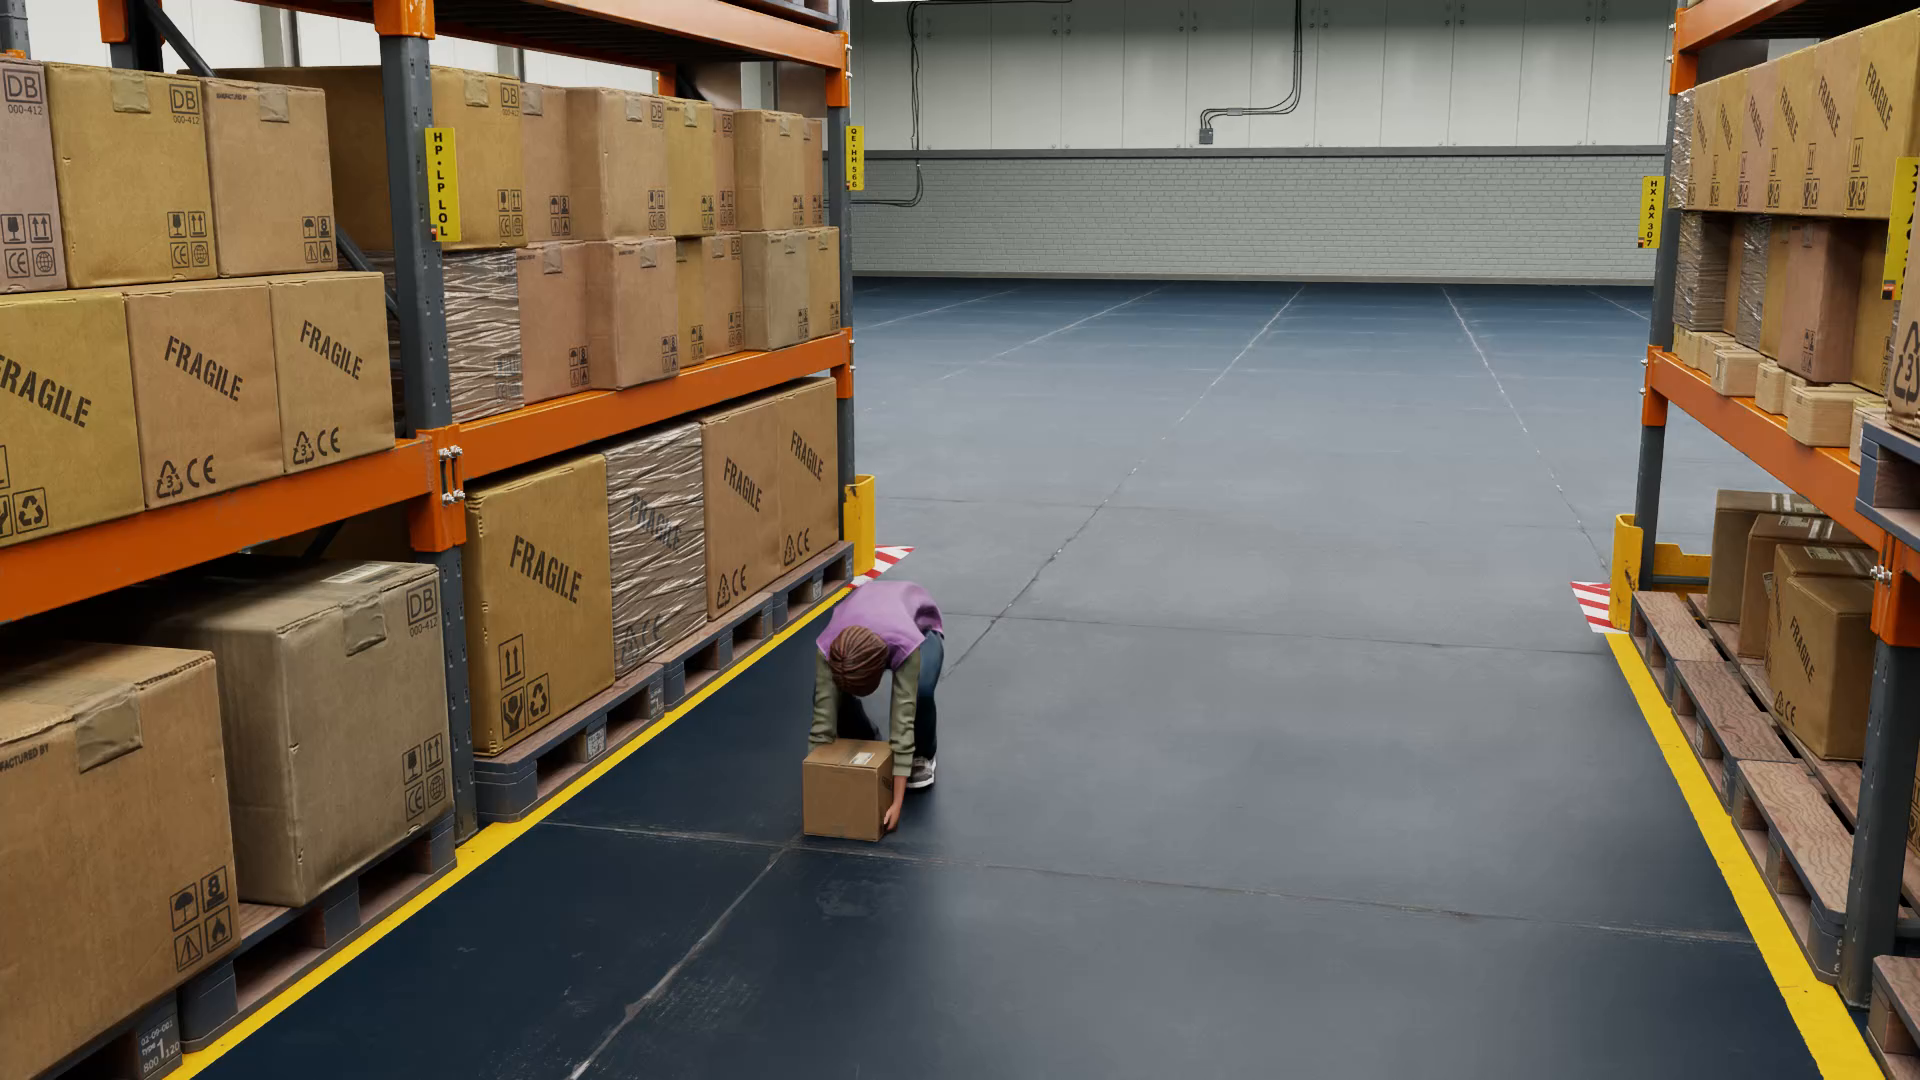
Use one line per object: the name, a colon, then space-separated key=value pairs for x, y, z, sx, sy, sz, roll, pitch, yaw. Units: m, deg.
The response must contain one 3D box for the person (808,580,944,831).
person: x=-0.282 y=0.536 z=5.648 sx=0.421 sy=0.731 sz=0.872 roll=3 pitch=12 yaw=12
